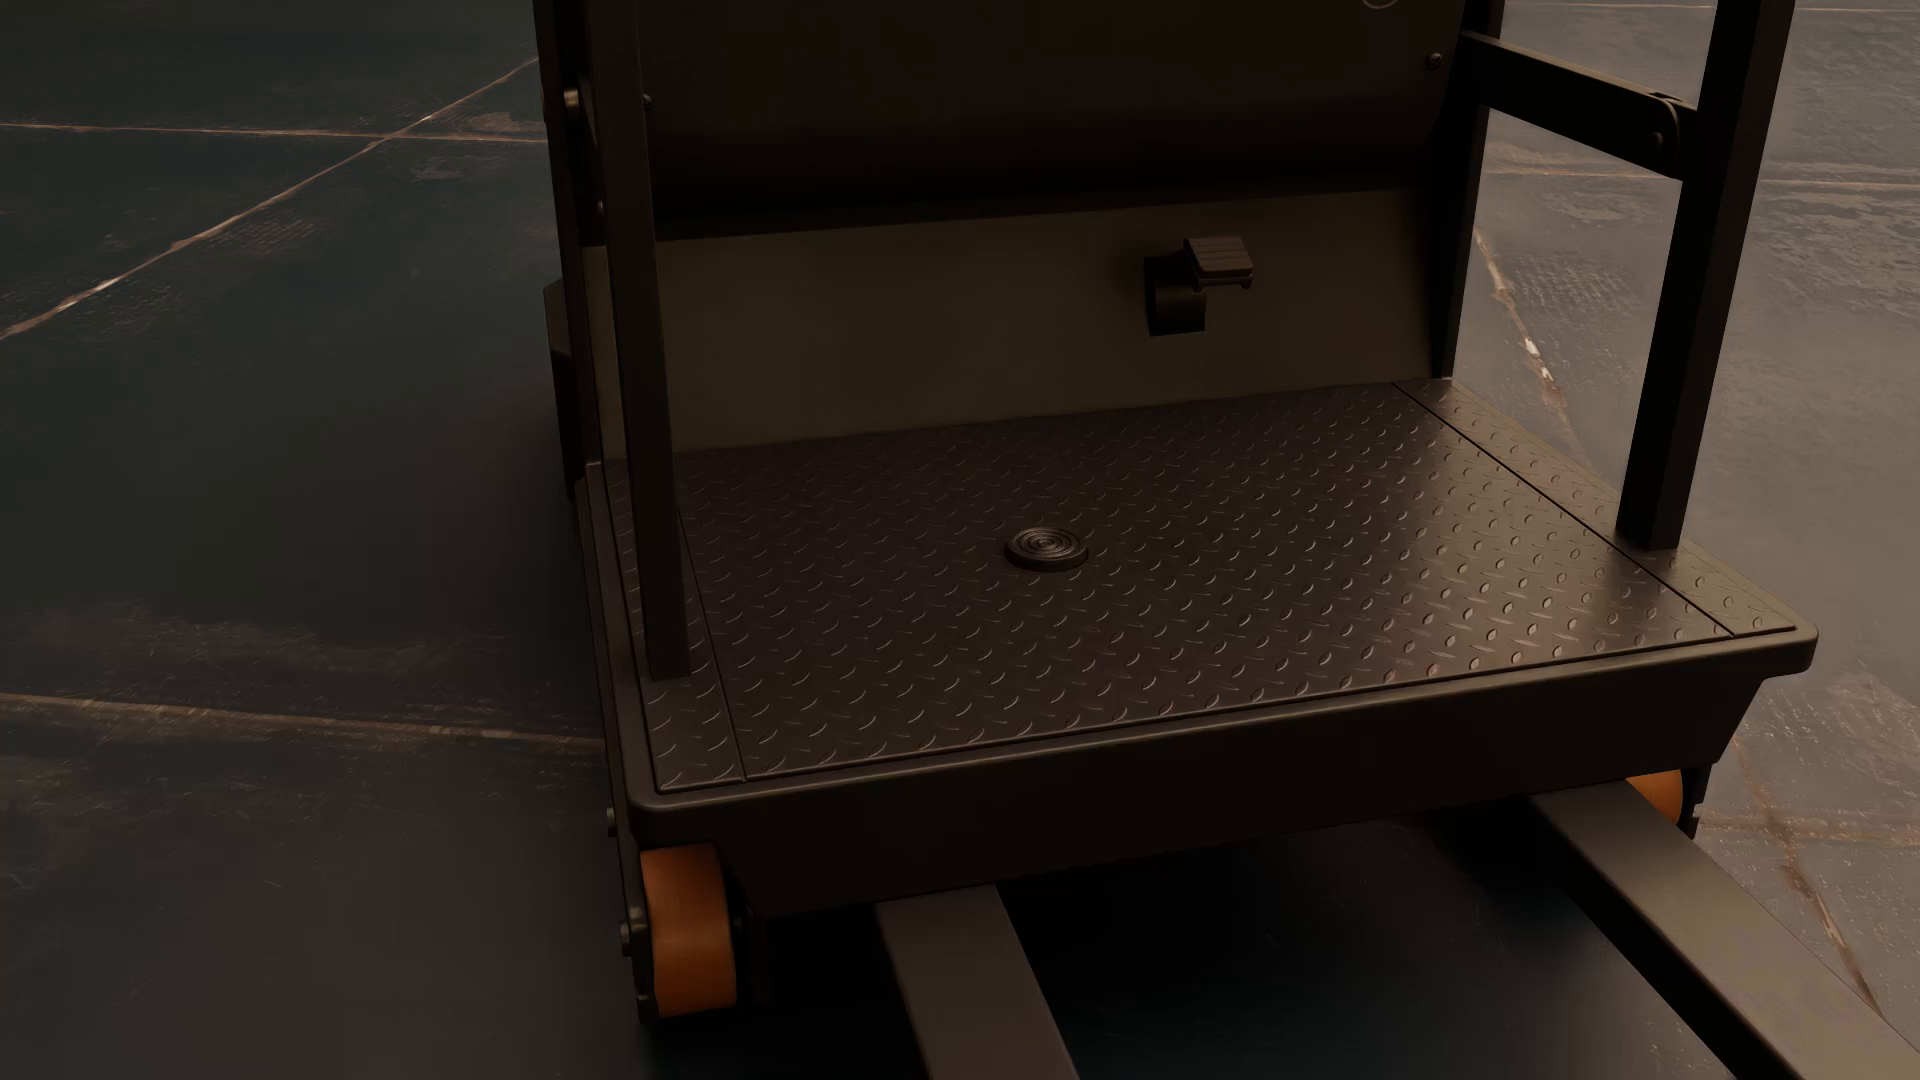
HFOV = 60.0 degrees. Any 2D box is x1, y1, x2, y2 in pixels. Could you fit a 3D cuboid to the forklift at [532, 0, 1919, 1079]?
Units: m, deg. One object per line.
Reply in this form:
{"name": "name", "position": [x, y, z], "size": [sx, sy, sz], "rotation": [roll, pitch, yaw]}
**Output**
{"name": "forklift", "position": [0.153, -1.049, 1.319], "size": [1.130, 2.935, 3.031], "rotation": [-7, 27, -13]}
